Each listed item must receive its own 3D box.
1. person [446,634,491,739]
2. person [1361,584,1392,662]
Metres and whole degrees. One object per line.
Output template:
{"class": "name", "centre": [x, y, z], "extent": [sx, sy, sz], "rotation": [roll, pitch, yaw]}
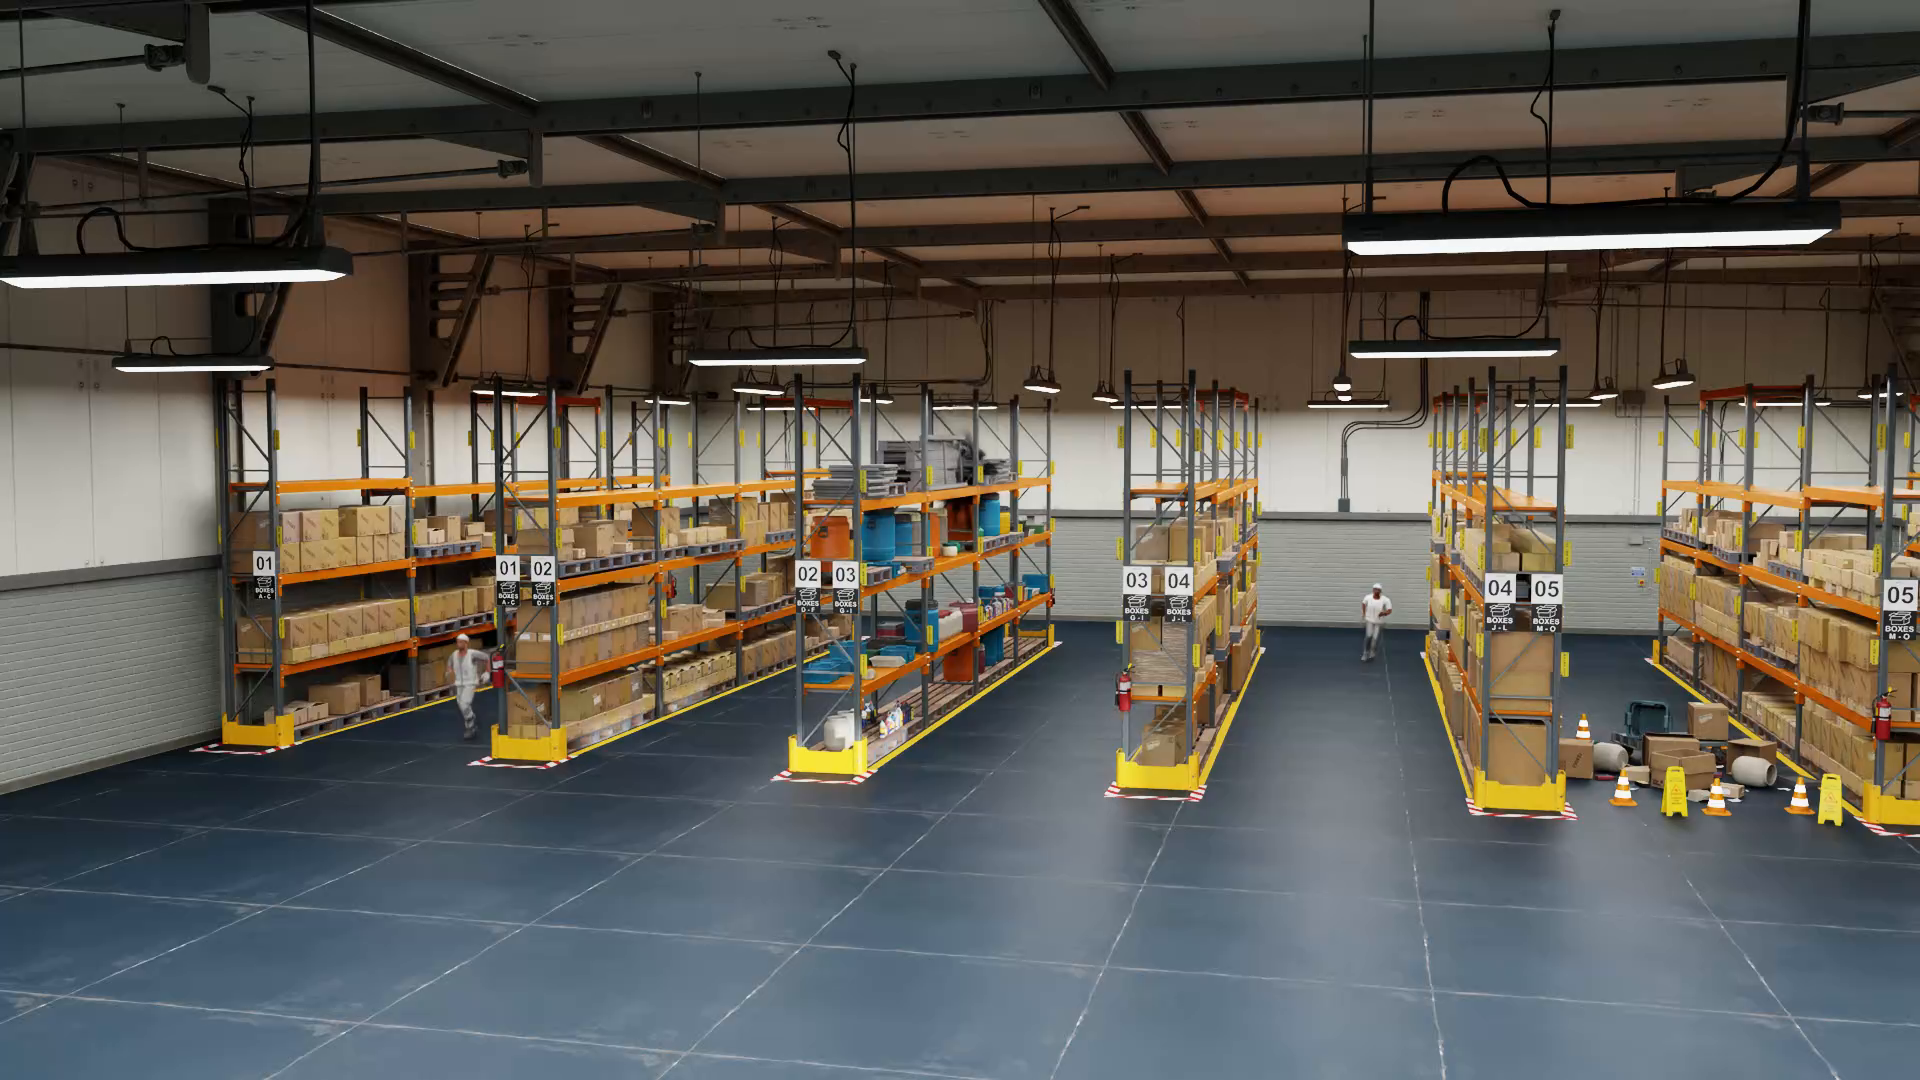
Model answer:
{"class": "person", "centre": [-8.228, 2.437, 27.741], "extent": [0.678, 1.749, 0.852], "rotation": [1, 4, 16]}
{"class": "person", "centre": [9.428, 1.872, 37.644], "extent": [0.673, 1.783, 0.706], "rotation": [1, 4, 19]}
